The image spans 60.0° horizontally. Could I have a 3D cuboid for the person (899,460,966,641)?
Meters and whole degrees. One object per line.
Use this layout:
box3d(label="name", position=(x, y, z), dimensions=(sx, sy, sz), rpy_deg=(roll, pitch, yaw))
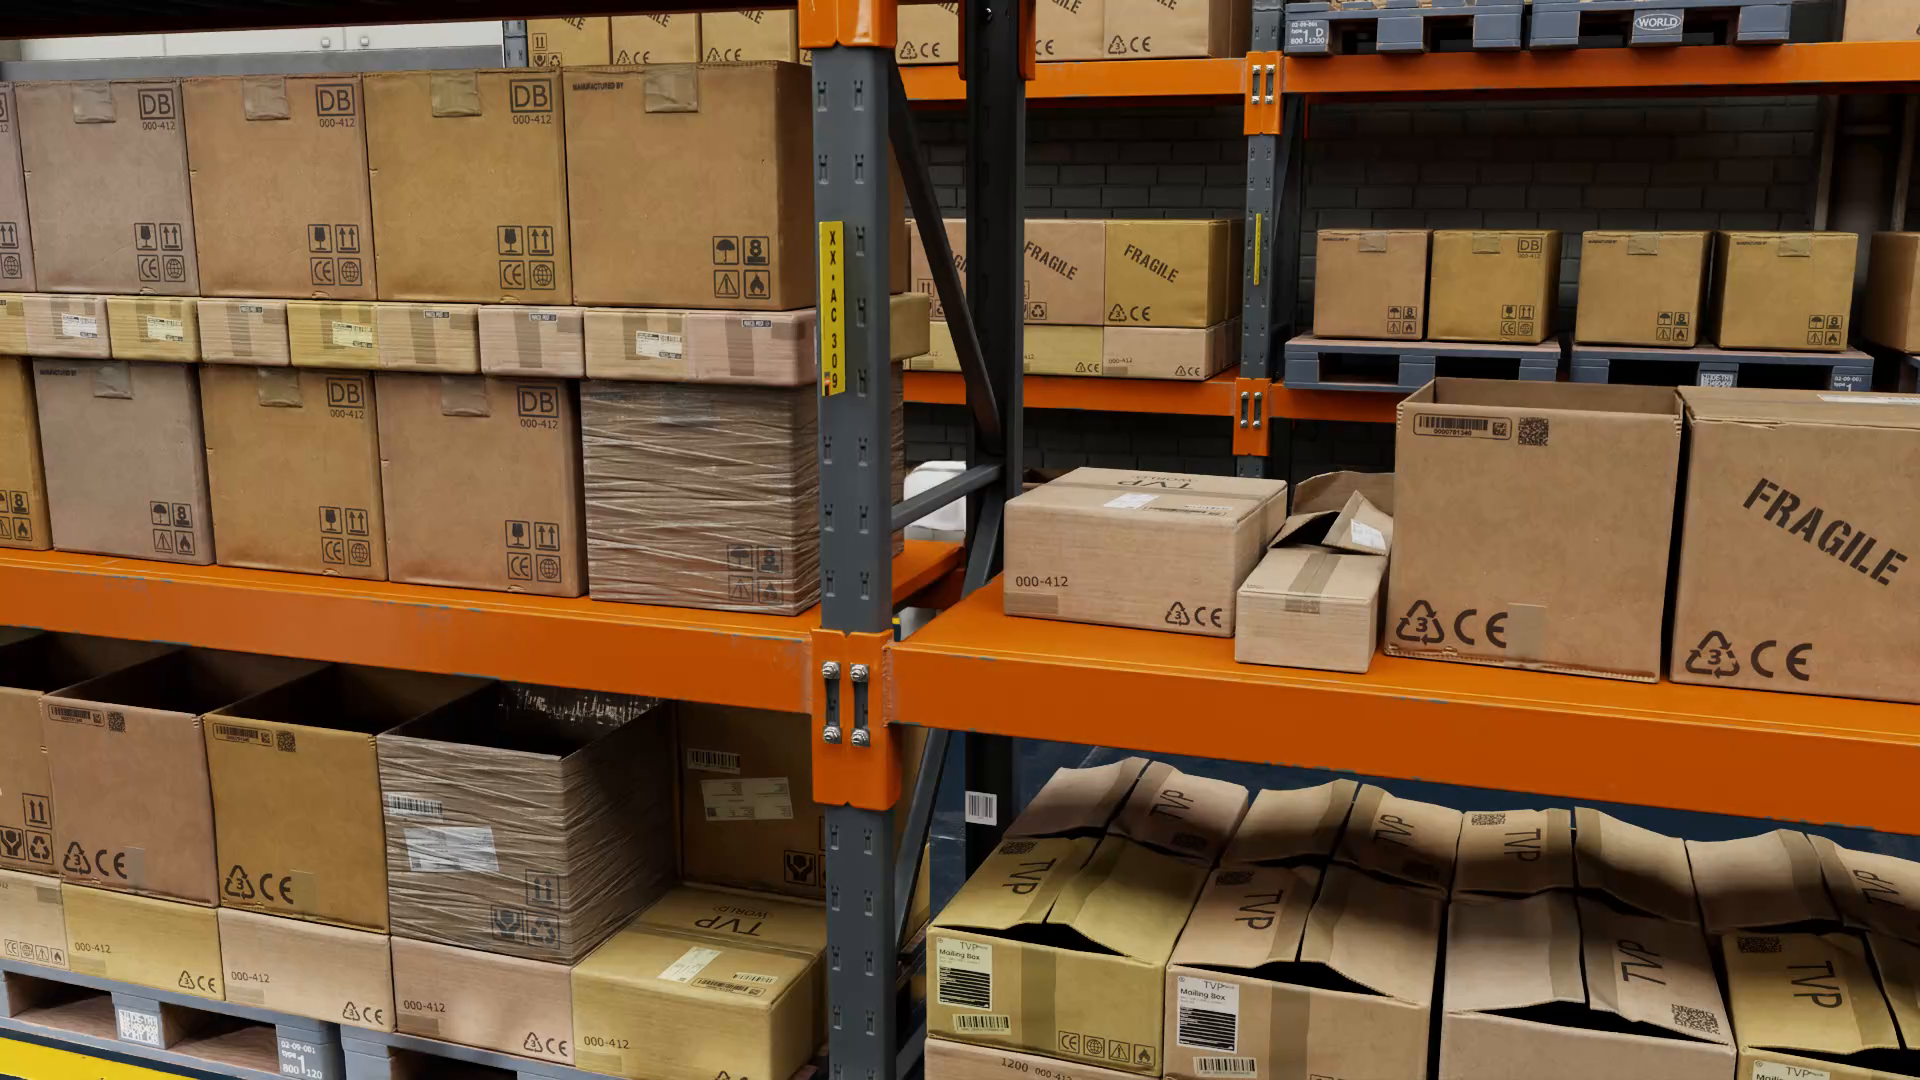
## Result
box3d(label="person", position=(0.020, 0.143, 7.432), dimensions=(0.516, 1.069, 1.042), rpy_deg=(3, 12, 16))
